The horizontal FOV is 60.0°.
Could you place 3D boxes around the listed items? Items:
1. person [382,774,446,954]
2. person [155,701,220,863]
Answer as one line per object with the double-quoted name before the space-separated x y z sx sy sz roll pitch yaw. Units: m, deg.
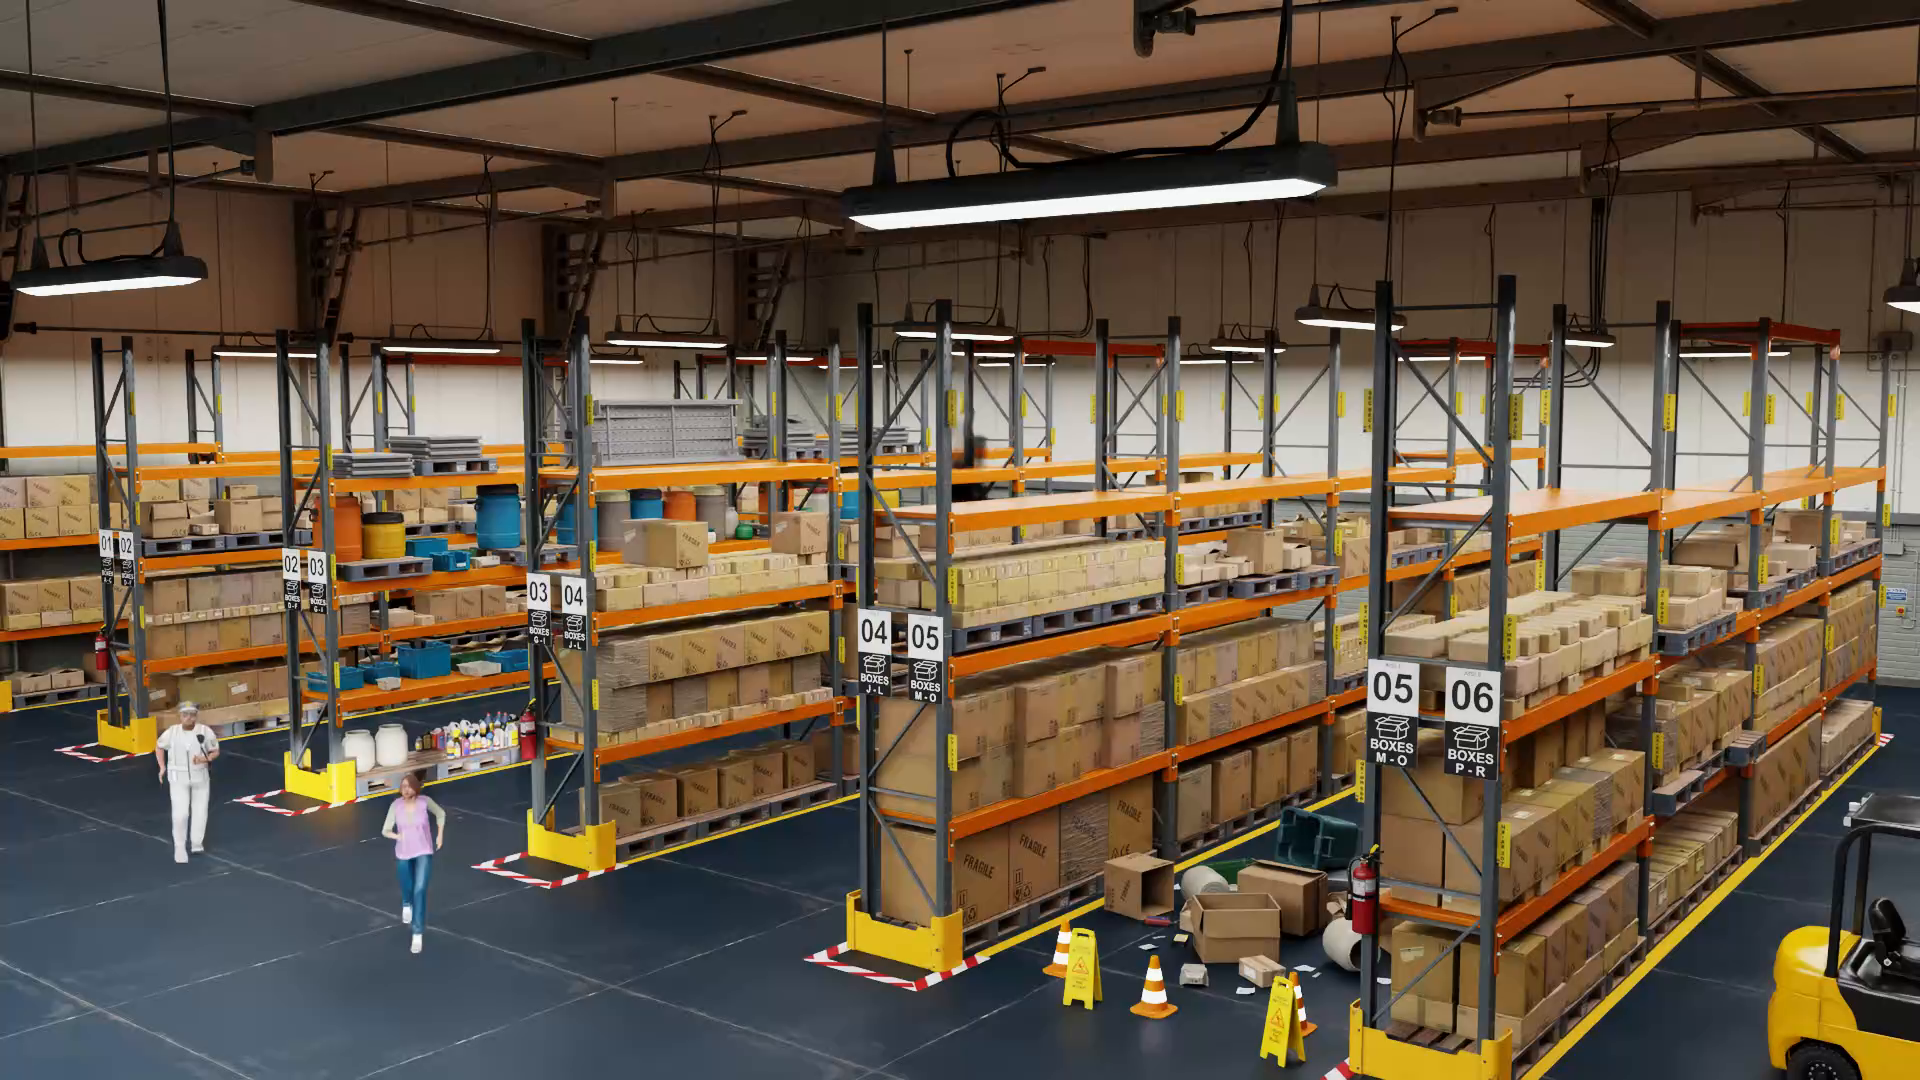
"person" -5.168 2.996 15.771 0.550 1.617 0.881 -1 5 -10
"person" -8.561 2.690 18.477 0.634 1.812 0.730 -3 6 -29
